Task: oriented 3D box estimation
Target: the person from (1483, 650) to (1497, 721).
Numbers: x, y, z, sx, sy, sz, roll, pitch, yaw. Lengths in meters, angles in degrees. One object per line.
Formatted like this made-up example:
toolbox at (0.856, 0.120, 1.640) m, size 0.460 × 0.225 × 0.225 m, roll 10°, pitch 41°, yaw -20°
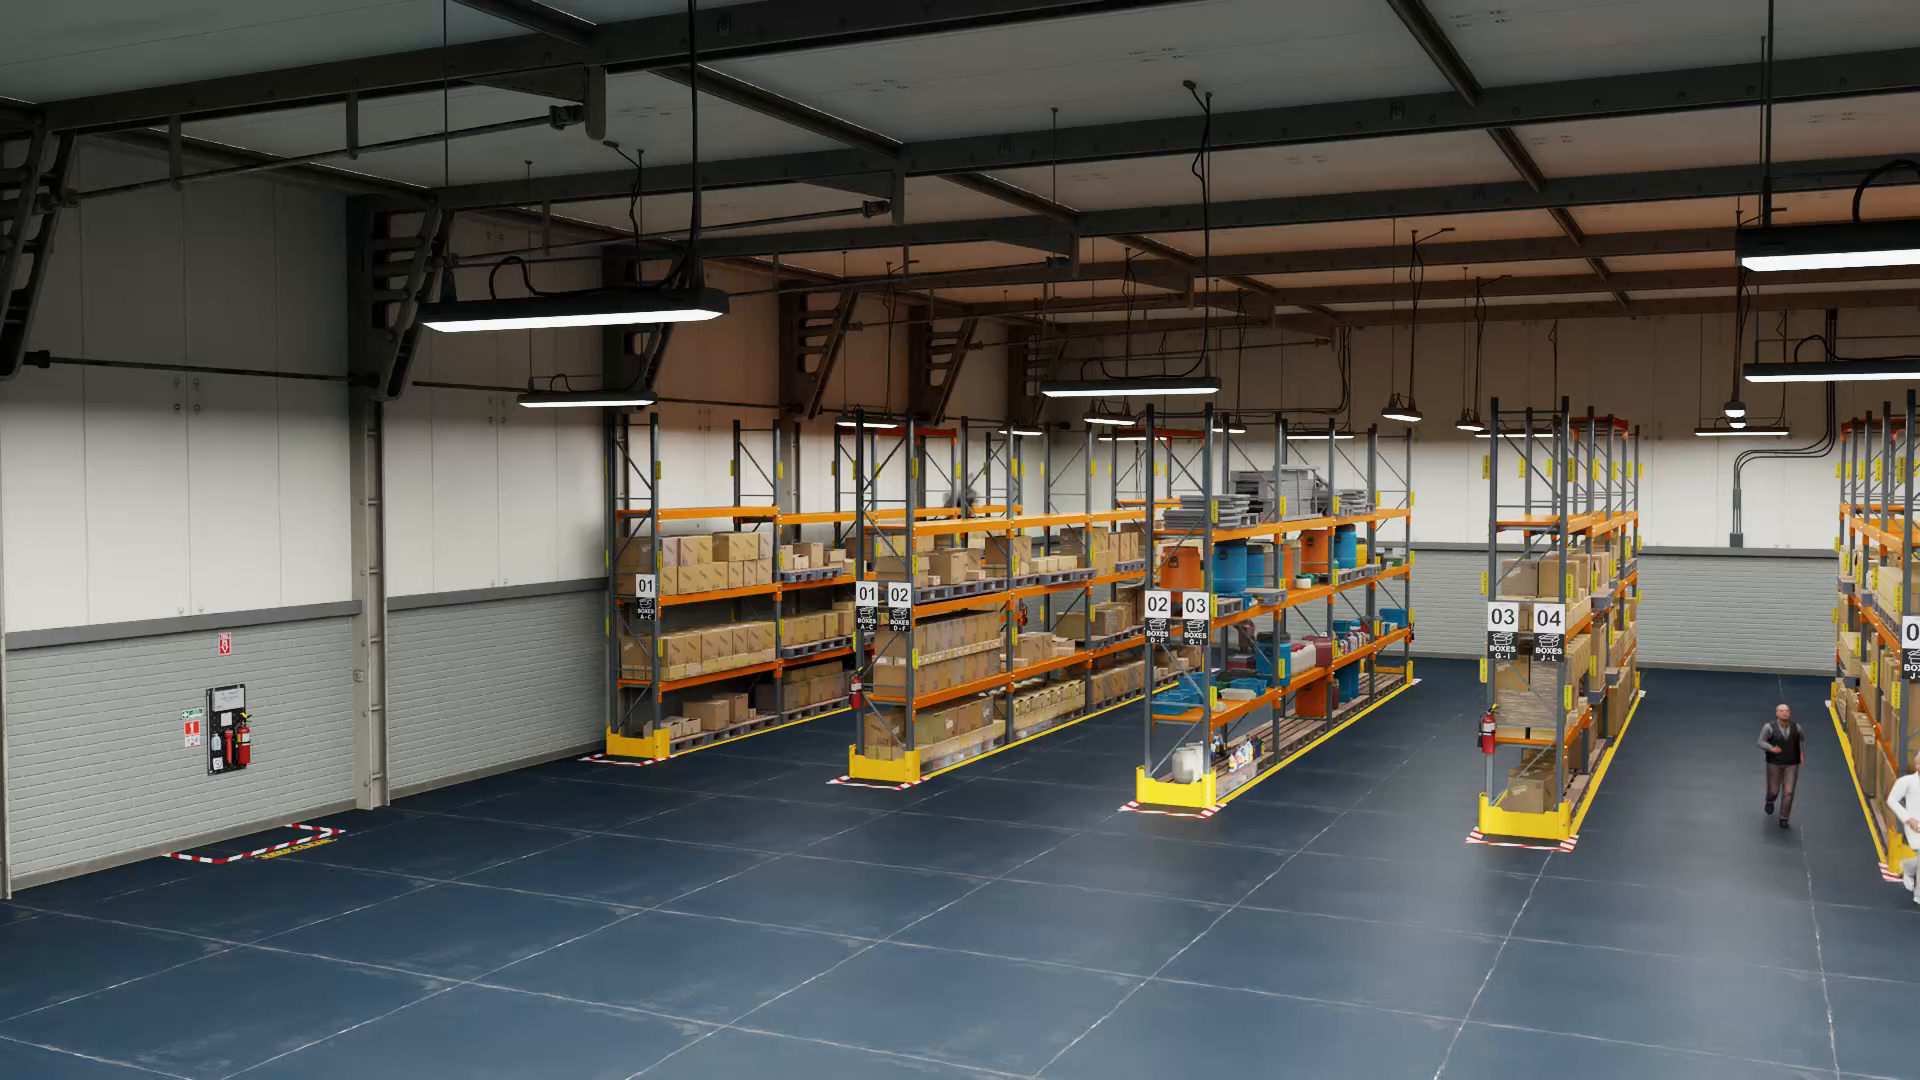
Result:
person at (10.580, 2.747, 32.595) m, size 0.667 × 1.824 × 0.739 m, roll 1°, pitch 3°, yaw 26°

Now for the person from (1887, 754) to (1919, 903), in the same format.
person at (11.087, 3.421, 19.234) m, size 0.747 × 1.544 × 0.742 m, roll 0°, pitch 2°, yaw -8°

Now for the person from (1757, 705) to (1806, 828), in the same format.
person at (11.586, 3.162, 23.444) m, size 0.665 × 1.691 × 0.775 m, roll 1°, pitch 2°, yaw 16°

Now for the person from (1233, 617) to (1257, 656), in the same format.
person at (7.087, 2.410, 41.375) m, size 0.731 × 1.762 × 0.993 m, roll -1°, pitch 3°, yaw -32°
